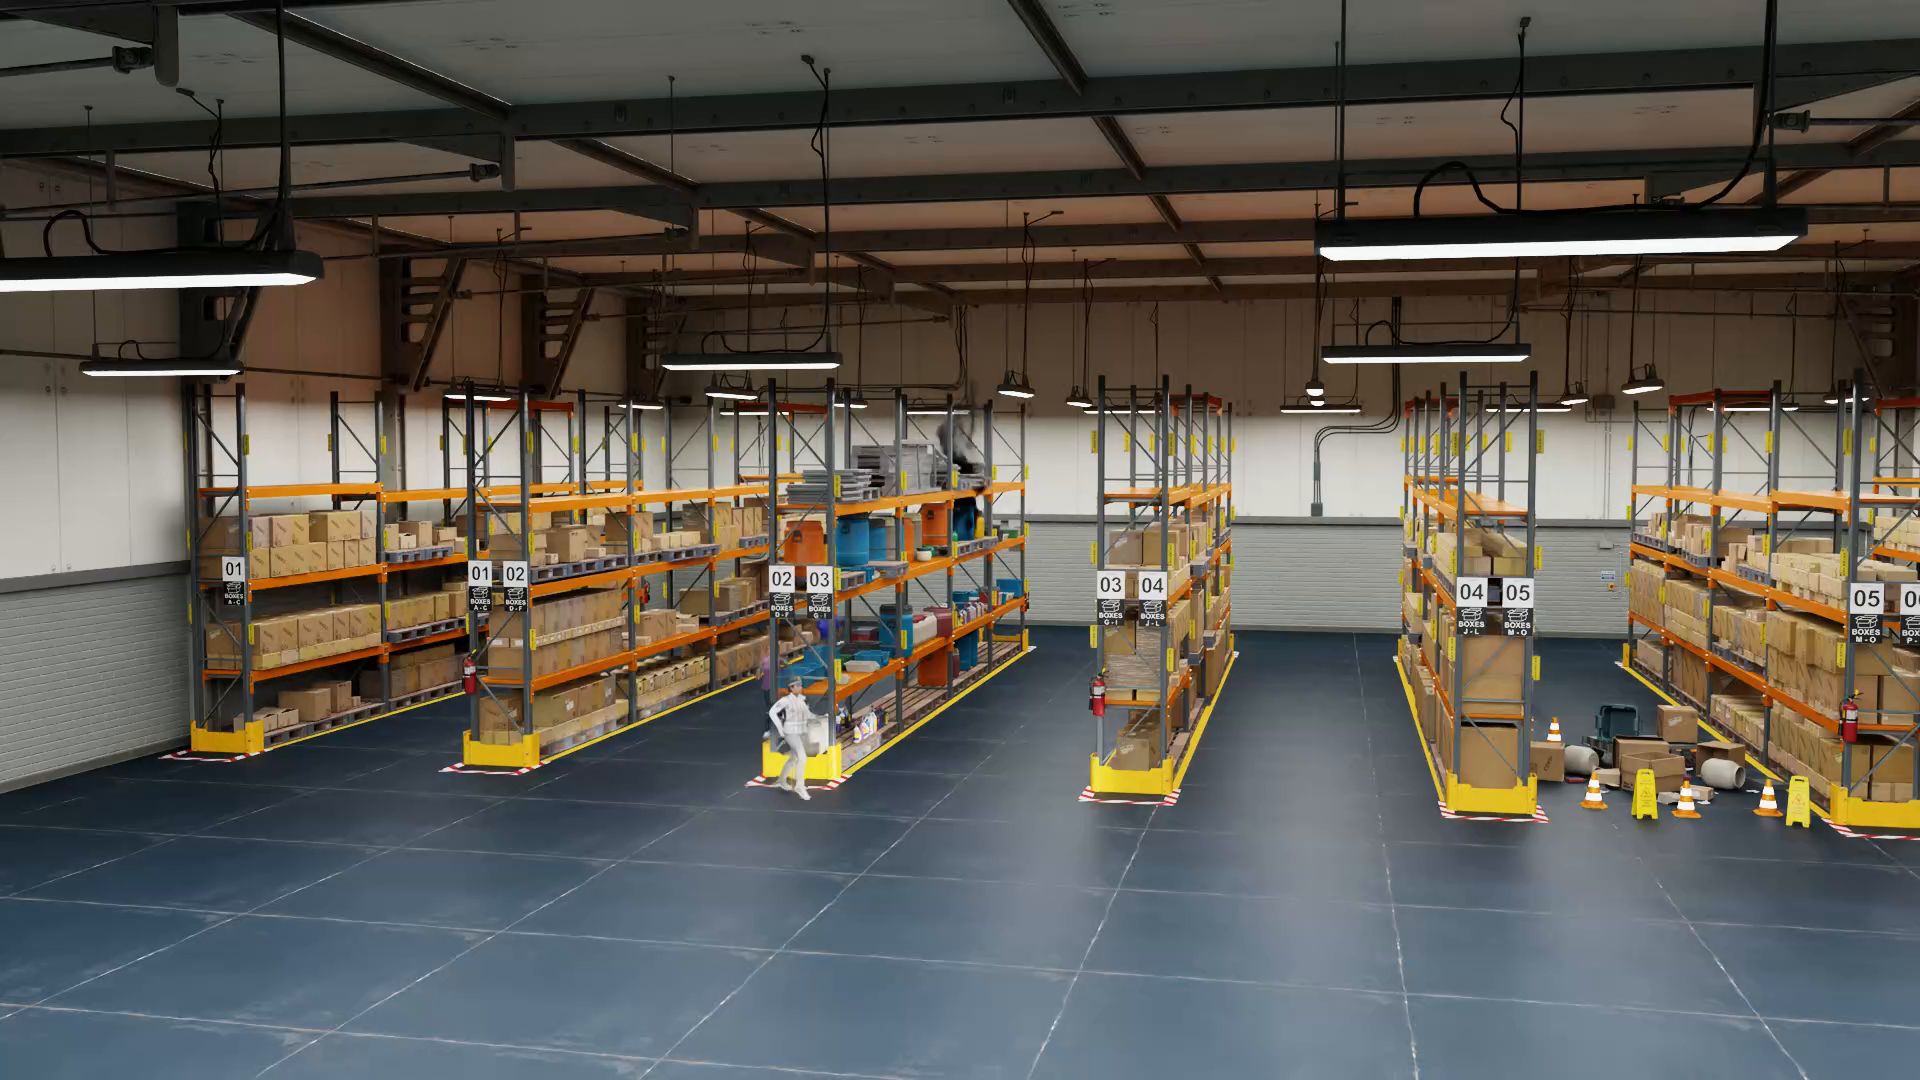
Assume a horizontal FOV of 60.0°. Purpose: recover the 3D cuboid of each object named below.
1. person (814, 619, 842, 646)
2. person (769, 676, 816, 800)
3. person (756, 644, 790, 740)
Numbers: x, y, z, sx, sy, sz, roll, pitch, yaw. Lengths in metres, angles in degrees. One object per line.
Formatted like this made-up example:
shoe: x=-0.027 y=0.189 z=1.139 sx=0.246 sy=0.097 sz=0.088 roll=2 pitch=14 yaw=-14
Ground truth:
person: x=-2.802 y=2.153 z=35.225 sx=0.598 sy=1.544 sz=0.566 roll=1 pitch=3 yaw=11
person: x=-2.353 y=2.807 z=23.702 sx=0.759 sy=1.740 sz=0.566 roll=2 pitch=4 yaw=32
person: x=-3.214 y=2.588 z=28.622 sx=0.571 sy=1.625 sz=0.811 roll=1 pitch=3 yaw=15
